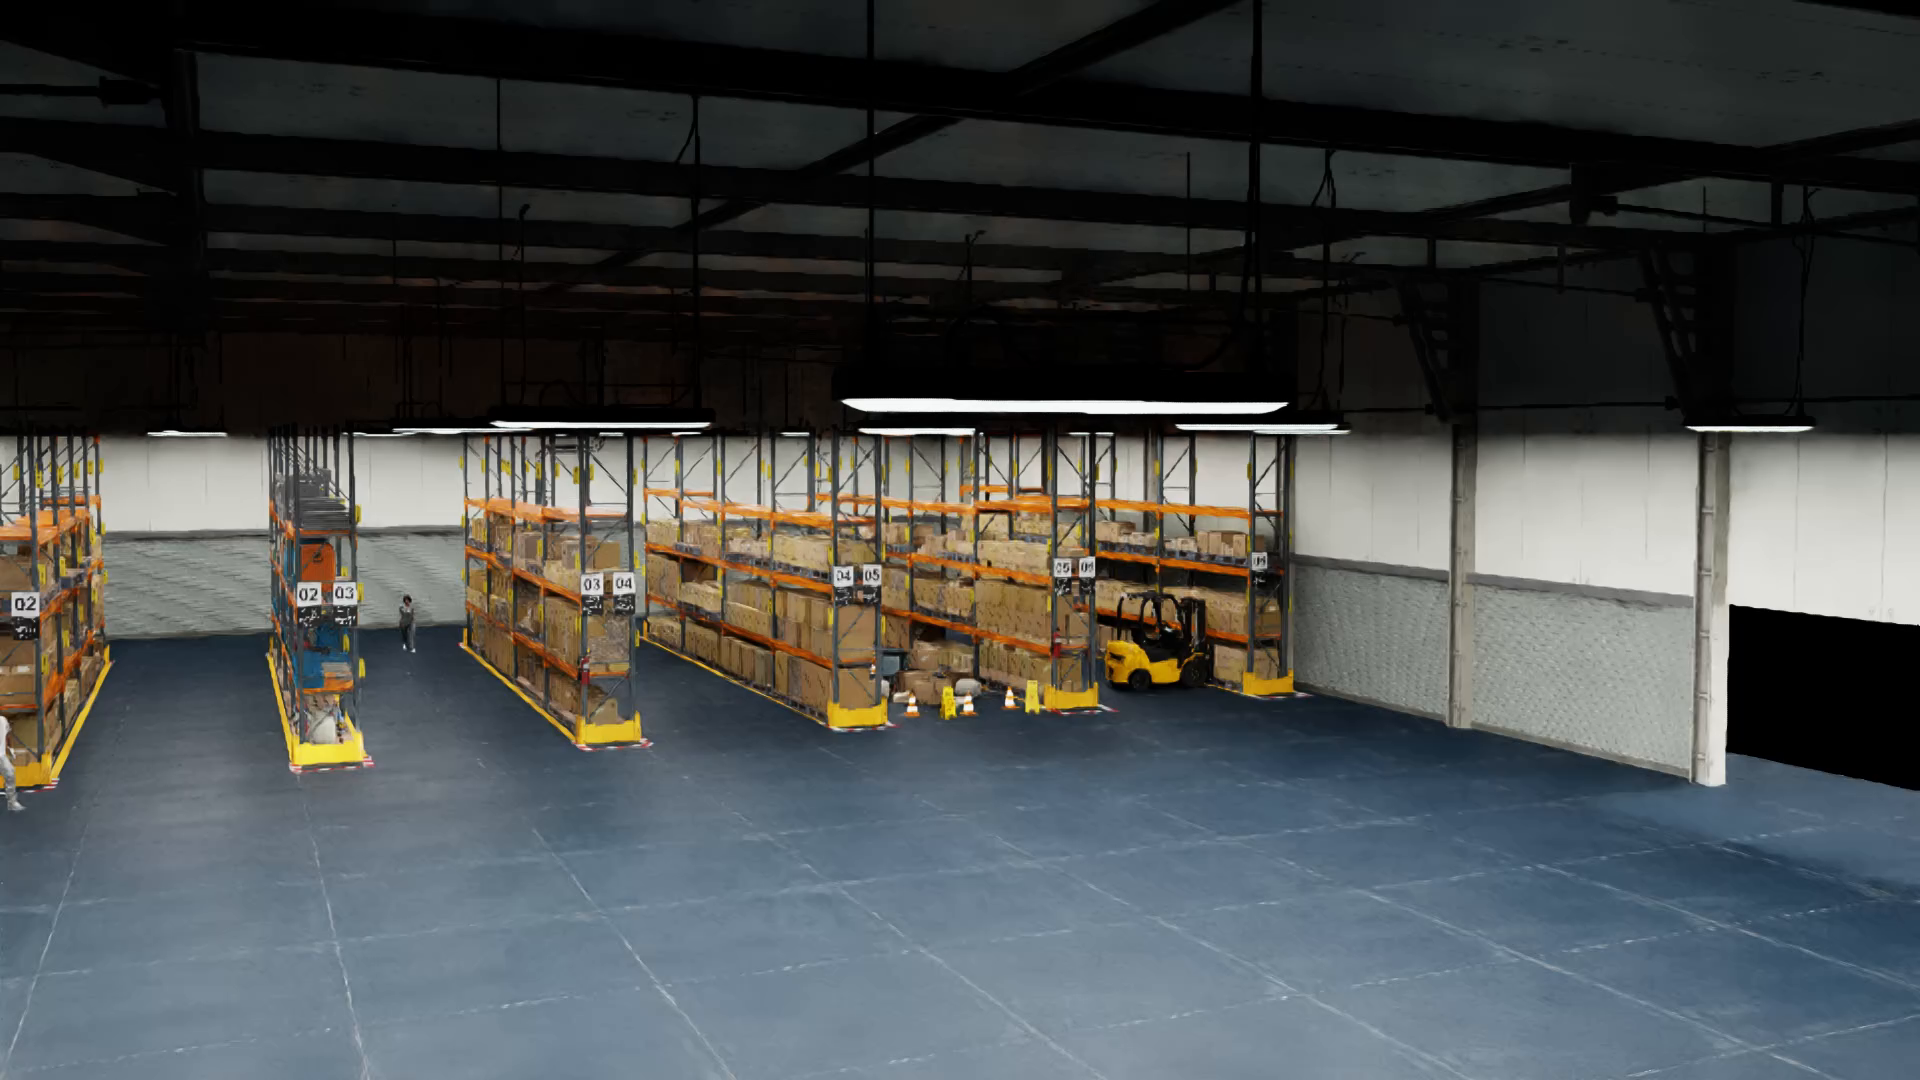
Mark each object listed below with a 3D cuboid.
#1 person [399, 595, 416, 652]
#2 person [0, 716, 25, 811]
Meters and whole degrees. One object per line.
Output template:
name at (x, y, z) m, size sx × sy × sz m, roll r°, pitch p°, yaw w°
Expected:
person at (-14.859, 2.221, 44.690) m, size 0.417 × 1.517 × 1.037 m, roll -1°, pitch 4°, yaw -22°
person at (-14.782, 3.300, 25.387) m, size 0.696 × 1.717 × 0.798 m, roll -3°, pitch 5°, yaw -44°
